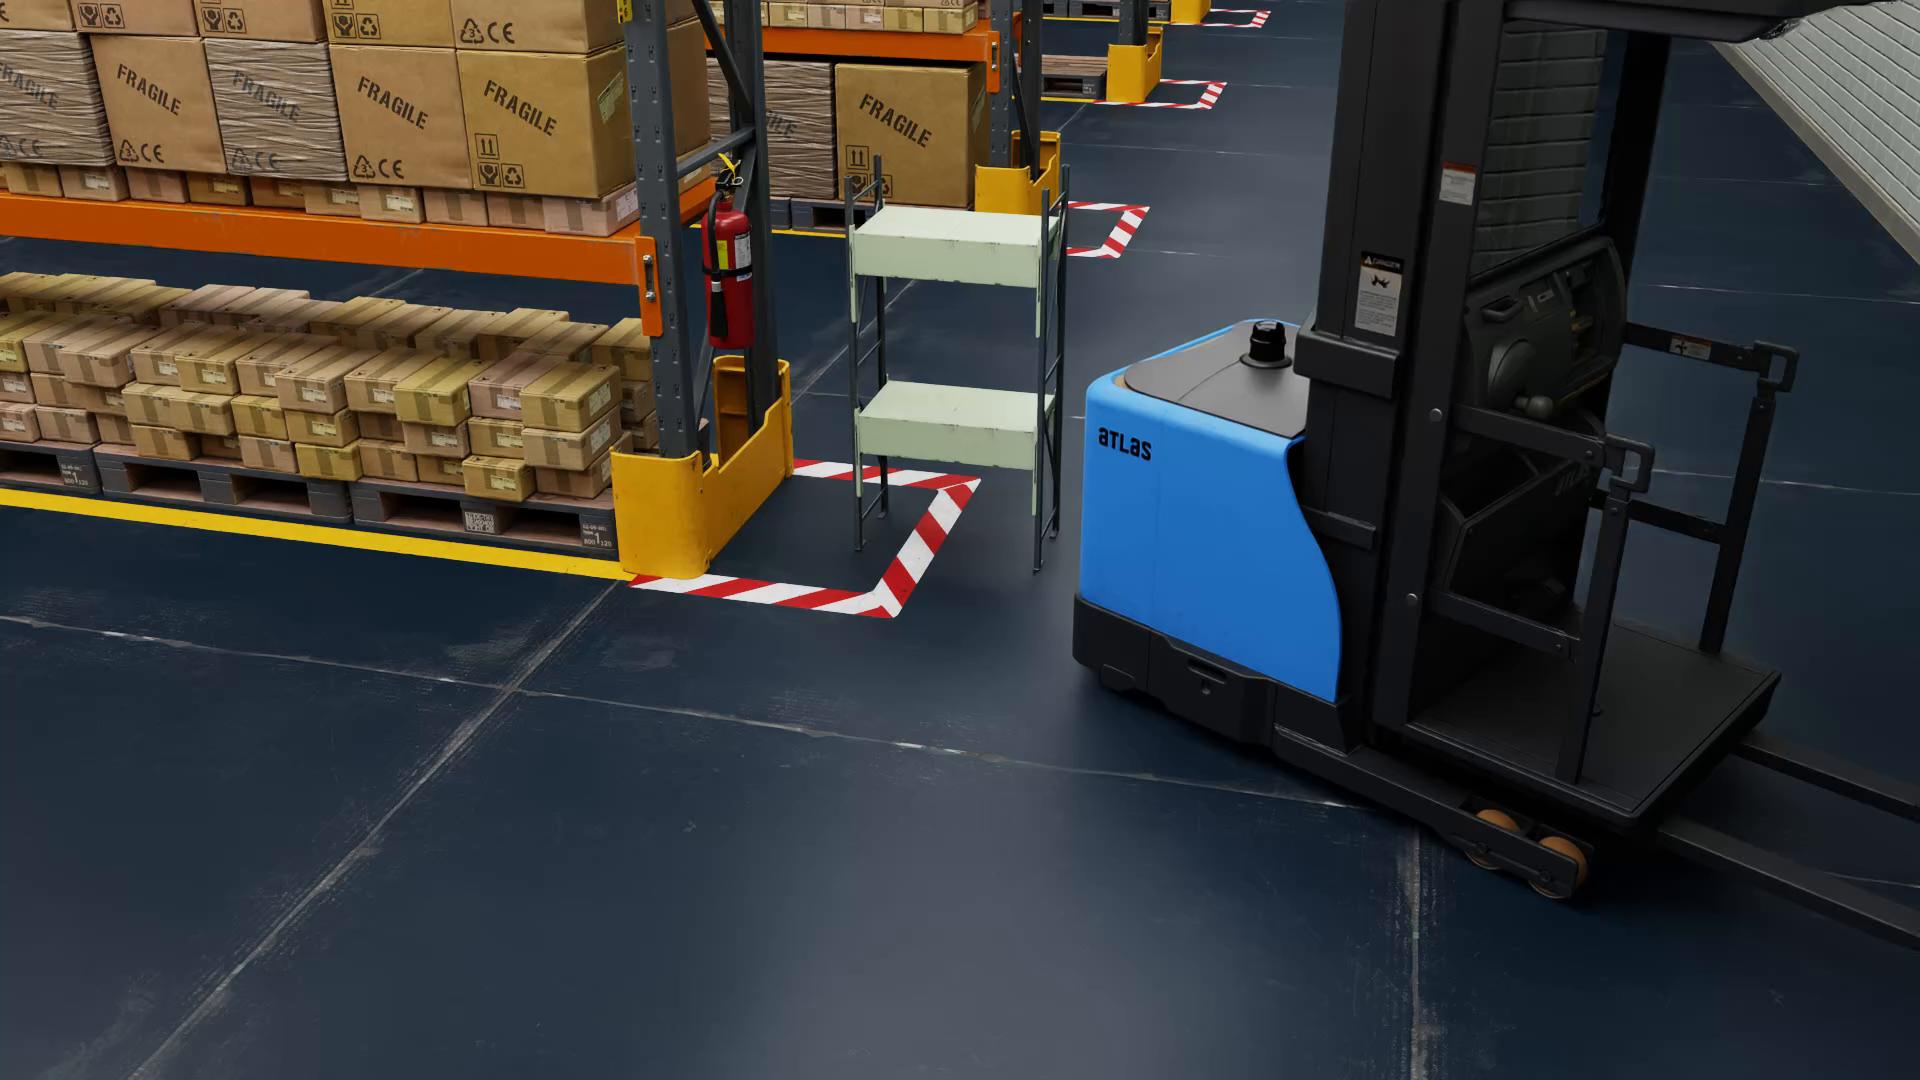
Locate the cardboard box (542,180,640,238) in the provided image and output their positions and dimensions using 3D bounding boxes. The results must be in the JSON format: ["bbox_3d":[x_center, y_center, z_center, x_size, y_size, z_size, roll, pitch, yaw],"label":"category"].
[{"bbox_3d":[-1.348,-1.252,6.182,0.250,0.149,0.380,6,26,13],"label":"cardboard box"}]

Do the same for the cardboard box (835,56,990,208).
[{"bbox_3d":[-0.268,-2.767,11.056,0.875,0.875,0.875,6,26,13],"label":"cardboard box"}]

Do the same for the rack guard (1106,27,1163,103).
[{"bbox_3d":[1.631,-4.438,15.490,0.348,0.500,1.175,6,26,13],"label":"rack guard"}]

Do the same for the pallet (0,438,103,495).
[{"bbox_3d":[-4.177,-0.560,7.680,1.213,0.211,1.003,6,26,13],"label":"pallet"}]

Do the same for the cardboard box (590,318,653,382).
[{"bbox_3d":[-1.385,-0.816,7.111,0.250,0.149,0.380,5,26,11],"label":"cardboard box"}]

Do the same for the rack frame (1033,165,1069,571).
[{"bbox_3d":[0.348,-0.639,6.347,0.023,1.500,0.400,6,26,13],"label":"rack frame"}]

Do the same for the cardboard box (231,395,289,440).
[{"bbox_3d":[-2.796,-0.562,6.924,0.250,0.149,0.380,8,27,16],"label":"cardboard box"}]

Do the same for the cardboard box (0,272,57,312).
[{"bbox_3d":[-4.426,-1.117,7.743,0.250,0.149,0.380,7,26,14],"label":"cardboard box"}]

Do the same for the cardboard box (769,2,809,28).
[{"bbox_3d":[-1.045,-3.398,10.691,0.250,0.149,0.380,6,26,12],"label":"cardboard box"}]

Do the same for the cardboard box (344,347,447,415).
[{"bbox_3d":[-2.284,-0.650,6.761,0.250,0.149,0.380,5,26,11],"label":"cardboard box"}]

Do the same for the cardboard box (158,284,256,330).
[{"bbox_3d":[-3.409,-1.032,7.564,0.250,0.149,0.380,5,26,10],"label":"cardboard box"}]

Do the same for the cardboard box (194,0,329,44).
[{"bbox_3d":[-2.464,-2.130,6.110,0.500,0.500,0.500,8,27,16],"label":"cardboard box"}]

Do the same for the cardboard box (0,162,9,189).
[{"bbox_3d":[-3.841,-1.561,6.832,0.250,0.149,0.380,5,26,11],"label":"cardboard box"}]

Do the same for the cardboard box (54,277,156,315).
[{"bbox_3d":[-3.926,-1.083,7.671,0.250,0.149,0.380,6,26,13],"label":"cardboard box"}]

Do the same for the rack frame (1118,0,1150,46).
[{"bbox_3d":[1.605,-5.564,14.947,0.127,3.000,1.000,6,26,13],"label":"rack frame"}]

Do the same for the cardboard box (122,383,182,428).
[{"bbox_3d":[-3.302,-0.617,7.039,0.250,0.149,0.380,6,26,13],"label":"cardboard box"}]

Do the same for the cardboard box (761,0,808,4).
[{"bbox_3d":[-1.148,-3.619,10.690,0.500,0.250,0.500,5,26,11],"label":"cardboard box"}]

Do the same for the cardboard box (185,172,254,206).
[{"bbox_3d":[-2.835,-1.448,6.594,0.250,0.149,0.380,7,26,14],"label":"cardboard box"}]

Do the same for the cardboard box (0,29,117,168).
[{"bbox_3d":[-3.459,-1.779,6.534,0.500,0.500,0.500,6,26,12],"label":"cardboard box"}]

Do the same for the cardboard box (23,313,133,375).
[{"bbox_3d":[-3.786,-0.845,7.171,0.250,0.149,0.380,6,26,12],"label":"cardboard box"}]

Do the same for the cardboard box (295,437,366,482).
[{"bbox_3d":[-2.537,-0.391,6.911,0.250,0.149,0.380,5,26,11],"label":"cardboard box"}]

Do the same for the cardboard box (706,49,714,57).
[{"bbox_3d":[-2.012,-2.960,11.461,0.875,0.875,0.875,6,26,13],"label":"cardboard box"}]

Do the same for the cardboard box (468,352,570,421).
[{"bbox_3d":[-1.767,-0.621,6.700,0.250,0.149,0.380,7,26,14],"label":"cardboard box"}]

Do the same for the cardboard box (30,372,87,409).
[{"bbox_3d":[-3.791,-0.710,7.233,0.250,0.149,0.380,5,26,10],"label":"cardboard box"}]

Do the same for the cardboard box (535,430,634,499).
[{"bbox_3d":[-1.524,-0.320,6.760,0.250,0.149,0.380,7,26,14],"label":"cardboard box"}]

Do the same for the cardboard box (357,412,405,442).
[{"bbox_3d":[-2.282,-0.549,6.895,0.250,0.149,0.380,6,26,12],"label":"cardboard box"}]

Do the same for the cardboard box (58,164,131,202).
[{"bbox_3d":[-3.355,-1.475,6.652,0.250,0.149,0.380,7,26,15],"label":"cardboard box"}]

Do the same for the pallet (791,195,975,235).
[{"bbox_3d":[-0.423,-2.296,11.327,1.213,0.211,1.003,6,26,13],"label":"pallet"}]

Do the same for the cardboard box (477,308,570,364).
[{"bbox_3d":[-1.894,-0.876,7.237,0.250,0.149,0.380,6,26,13],"label":"cardboard box"}]

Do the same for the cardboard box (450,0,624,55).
[{"bbox_3d":[-1.467,-2.024,5.887,0.500,0.500,0.500,6,26,12],"label":"cardboard box"}]

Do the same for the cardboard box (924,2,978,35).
[{"bbox_3d":[-0.056,-3.289,10.462,0.250,0.149,0.380,7,26,14],"label":"cardboard box"}]

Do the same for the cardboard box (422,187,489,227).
[{"bbox_3d":[-1.826,-1.314,6.314,0.250,0.149,0.380,6,26,12],"label":"cardboard box"}]

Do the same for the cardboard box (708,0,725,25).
[{"bbox_3d":[-1.536,-3.453,10.806,0.250,0.149,0.380,7,26,14],"label":"cardboard box"}]

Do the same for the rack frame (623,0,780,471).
[{"bbox_3d":[-0.962,-1.448,6.302,0.127,3.000,1.000,6,26,13],"label":"rack frame"}]

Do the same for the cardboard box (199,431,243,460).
[{"bbox_3d":[-3.023,-0.487,7.112,0.250,0.149,0.380,7,26,14],"label":"cardboard box"}]

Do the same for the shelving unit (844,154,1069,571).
[{"bbox_3d":[-0.006,-0.678,6.429,0.755,1.500,0.431,6,26,13],"label":"shelving unit"}]

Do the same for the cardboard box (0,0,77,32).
[{"bbox_3d":[-3.473,-2.241,6.342,0.500,0.500,0.500,7,26,14],"label":"cardboard box"}]

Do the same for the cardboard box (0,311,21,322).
[{"bbox_3d":[-4.302,-0.870,7.223,0.250,0.149,0.380,8,27,16],"label":"cardboard box"}]

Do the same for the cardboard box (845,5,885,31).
[{"bbox_3d":[-0.552,-3.344,10.577,0.250,0.149,0.380,6,26,13],"label":"cardboard box"}]

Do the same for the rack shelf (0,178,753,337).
[{"bbox_3d":[-2.899,-1.337,6.906,4.000,0.370,1.077,6,26,13],"label":"rack shelf"}]

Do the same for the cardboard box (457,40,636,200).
[{"bbox_3d":[-1.461,-1.568,6.092,0.500,0.500,0.500,7,26,14],"label":"cardboard box"}]

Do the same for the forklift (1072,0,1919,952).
[{"bbox_3d":[1.804,-0.548,4.565,3.031,2.867,1.129,22,33,38],"label":"forklift"}]

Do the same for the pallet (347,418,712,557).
[{"bbox_3d":[-1.813,-0.299,7.132,1.213,0.211,1.003,6,26,13],"label":"pallet"}]

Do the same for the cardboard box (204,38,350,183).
[{"bbox_3d":[-2.452,-1.676,6.318,0.500,0.500,0.500,6,26,13],"label":"cardboard box"}]

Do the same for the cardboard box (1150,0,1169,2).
[{"bbox_3d":[2.254,-6.651,19.627,0.500,0.500,0.500,6,26,13],"label":"cardboard box"}]

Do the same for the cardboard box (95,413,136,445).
[{"bbox_3d":[-3.524,-0.552,7.247,0.250,0.149,0.380,5,26,11],"label":"cardboard box"}]

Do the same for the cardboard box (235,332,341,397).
[{"bbox_3d":[-2.786,-0.730,6.929,0.250,0.149,0.380,5,26,11],"label":"cardboard box"}]

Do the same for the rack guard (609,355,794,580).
[{"bbox_3d":[-1.035,-0.327,6.856,0.348,0.500,1.175,6,26,13],"label":"rack guard"}]

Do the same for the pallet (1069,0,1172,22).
[{"bbox_3d":[1.996,-6.460,20.073,1.213,0.211,1.003,6,26,13],"label":"pallet"}]

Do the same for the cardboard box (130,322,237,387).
[{"bbox_3d":[-3.276,-0.789,7.053,0.250,0.149,0.380,5,26,11],"label":"cardboard box"}]

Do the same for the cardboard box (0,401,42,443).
[{"bbox_3d":[-4.052,-0.572,7.290,0.250,0.149,0.380,6,26,13],"label":"cardboard box"}]

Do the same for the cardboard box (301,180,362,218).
[{"bbox_3d":[-2.327,-1.373,6.436,0.250,0.149,0.380,5,26,11],"label":"cardboard box"}]

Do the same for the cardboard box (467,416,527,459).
[{"bbox_3d":[-1.784,-0.473,6.735,0.250,0.149,0.380,6,26,12],"label":"cardboard box"}]

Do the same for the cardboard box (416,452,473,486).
[{"bbox_3d":[-2.032,-0.369,6.864,0.250,0.149,0.380,6,26,13],"label":"cardboard box"}]

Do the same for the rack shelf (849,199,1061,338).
[{"bbox_3d":[-0.006,-1.030,6.261,0.720,0.370,0.431,6,26,13],"label":"rack shelf"}]

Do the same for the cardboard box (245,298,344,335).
[{"bbox_3d":[-2.931,-0.936,7.363,0.250,0.149,0.380,6,26,13],"label":"cardboard box"}]

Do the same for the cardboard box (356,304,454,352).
[{"bbox_3d":[-2.421,-0.902,7.291,0.250,0.149,0.380,7,26,15],"label":"cardboard box"}]
